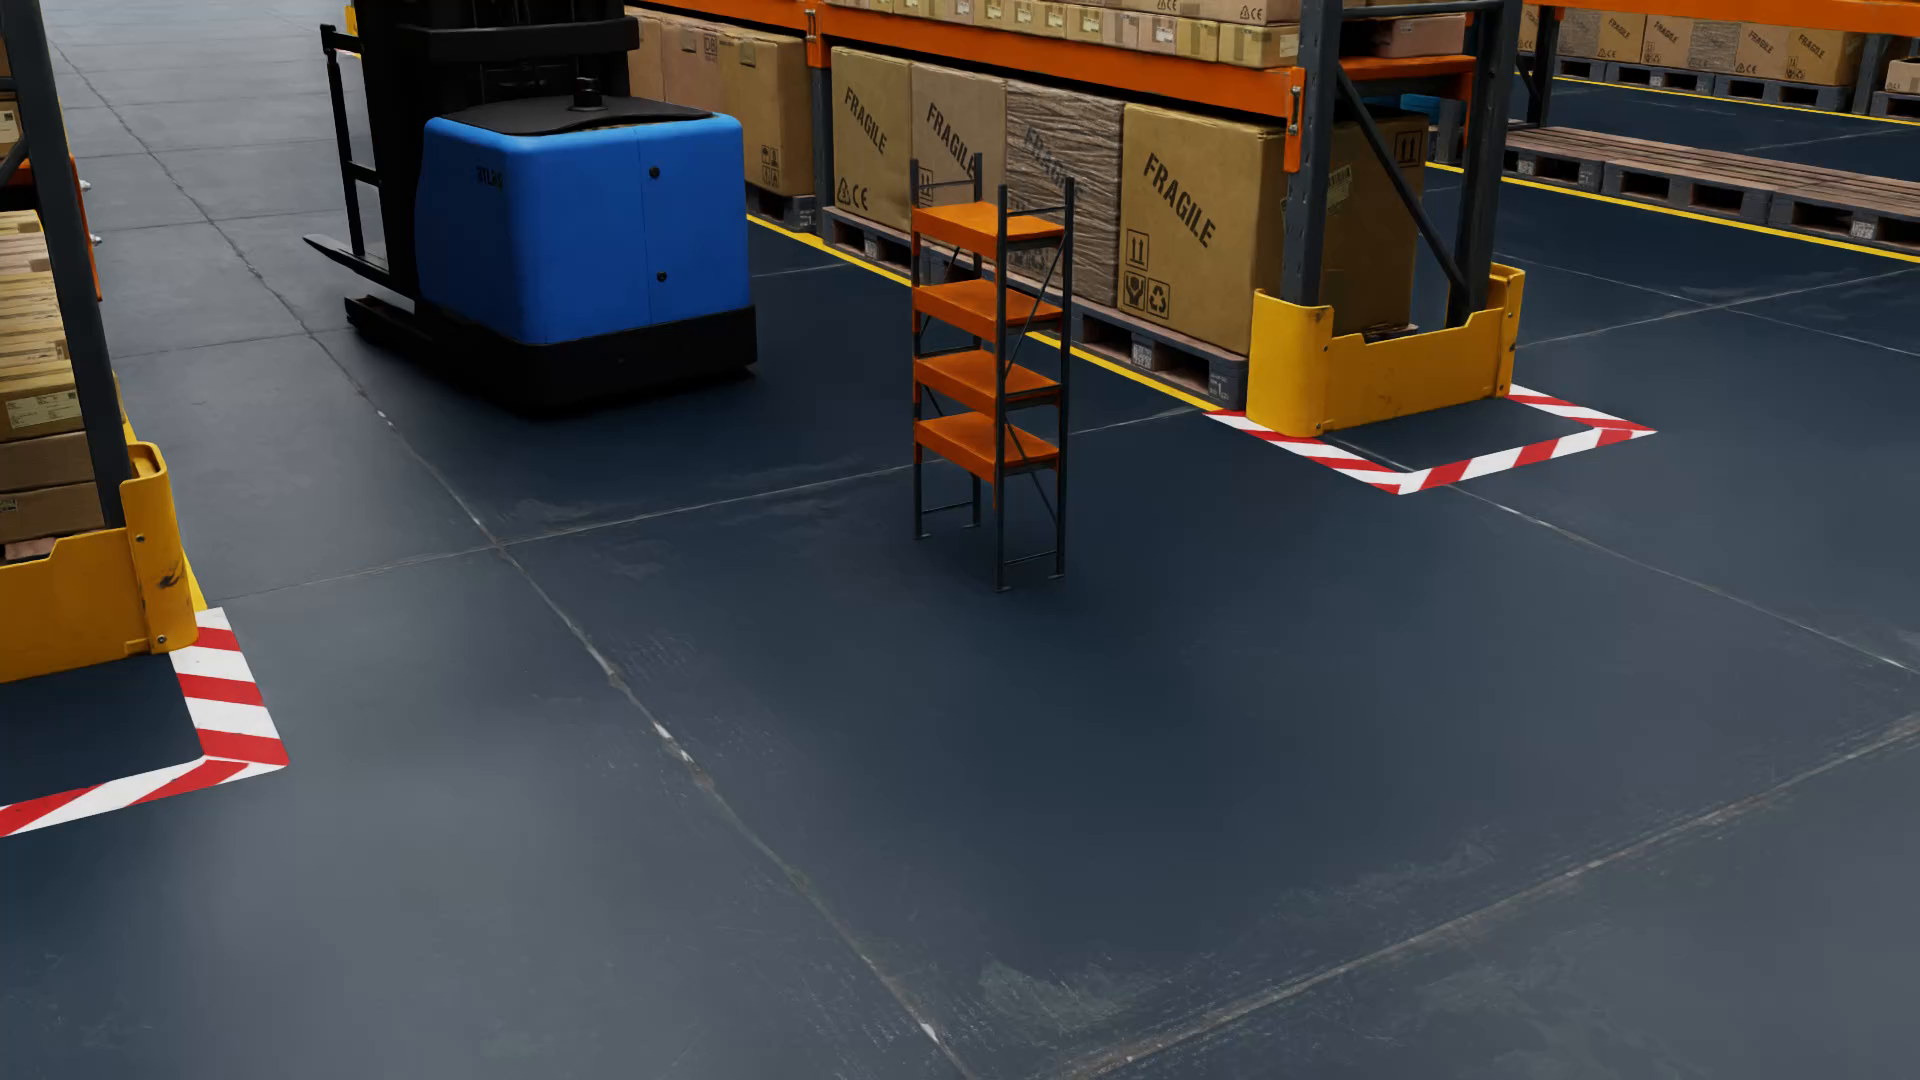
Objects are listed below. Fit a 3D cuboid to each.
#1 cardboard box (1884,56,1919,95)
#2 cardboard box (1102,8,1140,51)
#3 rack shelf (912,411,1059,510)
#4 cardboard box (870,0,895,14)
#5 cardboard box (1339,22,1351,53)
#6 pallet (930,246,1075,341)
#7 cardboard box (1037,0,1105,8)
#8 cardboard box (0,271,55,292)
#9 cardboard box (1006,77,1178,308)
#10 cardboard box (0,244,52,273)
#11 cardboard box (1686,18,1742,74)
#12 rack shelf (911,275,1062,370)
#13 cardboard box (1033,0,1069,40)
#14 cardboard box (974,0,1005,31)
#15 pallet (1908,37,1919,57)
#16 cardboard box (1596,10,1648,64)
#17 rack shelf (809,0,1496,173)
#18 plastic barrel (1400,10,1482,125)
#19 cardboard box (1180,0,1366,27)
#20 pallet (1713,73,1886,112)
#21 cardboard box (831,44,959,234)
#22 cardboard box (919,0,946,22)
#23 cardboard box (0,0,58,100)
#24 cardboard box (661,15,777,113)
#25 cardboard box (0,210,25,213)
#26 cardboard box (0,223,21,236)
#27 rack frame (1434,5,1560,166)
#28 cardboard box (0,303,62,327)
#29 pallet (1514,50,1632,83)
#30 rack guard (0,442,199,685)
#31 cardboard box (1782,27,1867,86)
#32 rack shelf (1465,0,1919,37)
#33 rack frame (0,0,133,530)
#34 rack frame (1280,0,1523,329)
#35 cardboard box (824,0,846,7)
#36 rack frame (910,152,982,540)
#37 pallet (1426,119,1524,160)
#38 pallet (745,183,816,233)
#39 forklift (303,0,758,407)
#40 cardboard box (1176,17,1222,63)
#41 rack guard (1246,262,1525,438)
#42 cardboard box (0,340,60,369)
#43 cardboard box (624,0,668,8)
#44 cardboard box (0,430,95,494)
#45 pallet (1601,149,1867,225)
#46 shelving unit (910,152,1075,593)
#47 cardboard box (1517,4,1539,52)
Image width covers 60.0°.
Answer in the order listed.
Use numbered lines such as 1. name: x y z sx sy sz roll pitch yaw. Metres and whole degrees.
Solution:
1. cardboard box: 8.172 -3.919 13.956 0.500 0.311 0.500 -13 25 -28
2. cardboard box: 0.814 -2.121 6.880 0.380 0.149 0.250 -12 25 -27
3. rack shelf: 0.085 -0.256 5.054 0.258 0.148 0.480 -13 25 -28
4. cardboard box: -0.241 -2.788 8.520 0.380 0.149 0.250 -12 25 -27
5. cardboard box: 1.638 -2.084 6.788 0.380 0.149 0.250 -13 25 -29
6. pallet: 0.573 -1.286 8.194 1.003 0.211 1.213 -13 25 -28
7. cardboard box: 0.674 -2.442 7.141 0.500 0.250 0.500 -14 26 -30
8. cardboard box: -3.312 -0.824 5.794 0.380 0.149 0.250 -12 25 -27
9. cardboard box: 0.808 -1.636 7.616 0.875 0.875 0.875 -13 25 -28
10. cardboard box: -3.556 -0.989 6.199 0.380 0.149 0.250 -14 26 -30
11. cardboard box: 7.144 -4.613 15.412 0.500 0.500 0.500 -12 25 -28
12. rack shelf: 0.085 -0.647 4.895 0.258 0.148 0.480 -13 25 -28
13. cardboard box: 0.547 -2.289 7.293 0.380 0.149 0.250 -13 25 -28
14. cardboard box: 0.288 -2.454 7.698 0.380 0.149 0.250 -13 26 -30
15. pallet: 11.314 -5.431 18.393 1.003 0.211 1.213 -13 25 -28
16. cardboard box: 6.611 -4.945 16.229 0.500 0.500 0.500 -13 25 -29
17. rack shelf: 0.647 -2.253 7.827 1.077 0.370 4.000 -13 25 -28
18. plastic barrel: 3.620 -3.588 12.385 0.600 0.901 0.708 -13 25 -28
19. cardboard box: 1.192 -2.113 6.331 0.500 0.250 0.500 -13 26 -29
20. pallet: 7.695 -4.102 15.124 1.003 0.211 1.213 -13 25 -28
21. cardboard box: -0.107 -2.215 9.042 0.875 0.875 0.875 -13 25 -28
22. cardboard box: 0.026 -2.620 8.108 0.380 0.149 0.250 -13 25 -29
23. cardboard box: -2.639 -1.400 4.245 0.500 0.500 0.500 -11 25 -26
24. cardboard box: -1.176 -2.937 10.817 1.225 0.875 0.875 -14 26 -30
25. cardboard box: -4.121 -1.322 7.018 0.380 0.149 0.250 -12 25 -28
26. cardboard box: -3.922 -1.144 6.580 0.380 0.149 0.250 -12 25 -27
27. rack frame: 3.883 -4.187 11.628 1.000 3.000 0.127 -13 25 -28
28. cardboard box: -3.084 -0.639 5.338 0.380 0.149 0.250 -14 26 -31
29. pallet: 6.449 -4.892 17.067 1.003 0.211 1.213 -13 25 -28
30. rack guard: -2.686 0.116 4.363 1.175 0.500 0.348 -13 25 -28
31. cardboard box: 7.645 -4.289 14.614 0.500 0.500 0.500 -13 25 -29
32. rack shelf: 4.905 -3.206 10.171 1.077 0.370 4.000 -13 25 -28
33. rack frame: -2.647 -1.018 3.832 1.000 3.000 0.127 -13 25 -28
34. rack frame: 1.668 -1.939 6.099 1.000 3.000 0.127 -13 25 -28
35. cardboard box: -0.510 -2.958 8.939 0.380 0.149 0.250 -13 25 -28
36. rack frame: -0.040 -0.581 5.148 0.240 1.200 0.015 -13 25 -28
37. pallet: 3.525 -3.153 12.787 1.003 0.211 1.213 -13 25 -28
38. pallet: -0.834 -2.177 10.388 1.003 0.211 1.213 -13 25 -28
39. forklift: -2.171 -2.357 7.218 1.130 2.935 3.031 -17 28 -36
40. cardboard box: 1.069 -1.958 6.480 0.380 0.149 0.250 -12 25 -28
41. rack guard: 1.680 -0.773 6.550 1.175 0.500 0.348 -13 25 -28
42. cardboard box: -2.867 -0.468 4.918 0.380 0.149 0.250 -12 25 -27
43. cardboard box: -2.084 -3.512 12.231 1.225 0.875 0.875 -14 26 -31
44. cardboard box: -2.694 -0.248 4.772 0.380 0.149 0.250 -11 25 -26
45. pallet: 4.919 -2.269 10.613 1.003 0.211 1.213 -13 25 -28
46. shelving unit: 0.085 -0.502 4.954 0.258 1.200 0.503 -13 25 -28
47. cardboard box: 6.087 -5.276 17.045 0.500 0.500 0.500 -11 25 -26
